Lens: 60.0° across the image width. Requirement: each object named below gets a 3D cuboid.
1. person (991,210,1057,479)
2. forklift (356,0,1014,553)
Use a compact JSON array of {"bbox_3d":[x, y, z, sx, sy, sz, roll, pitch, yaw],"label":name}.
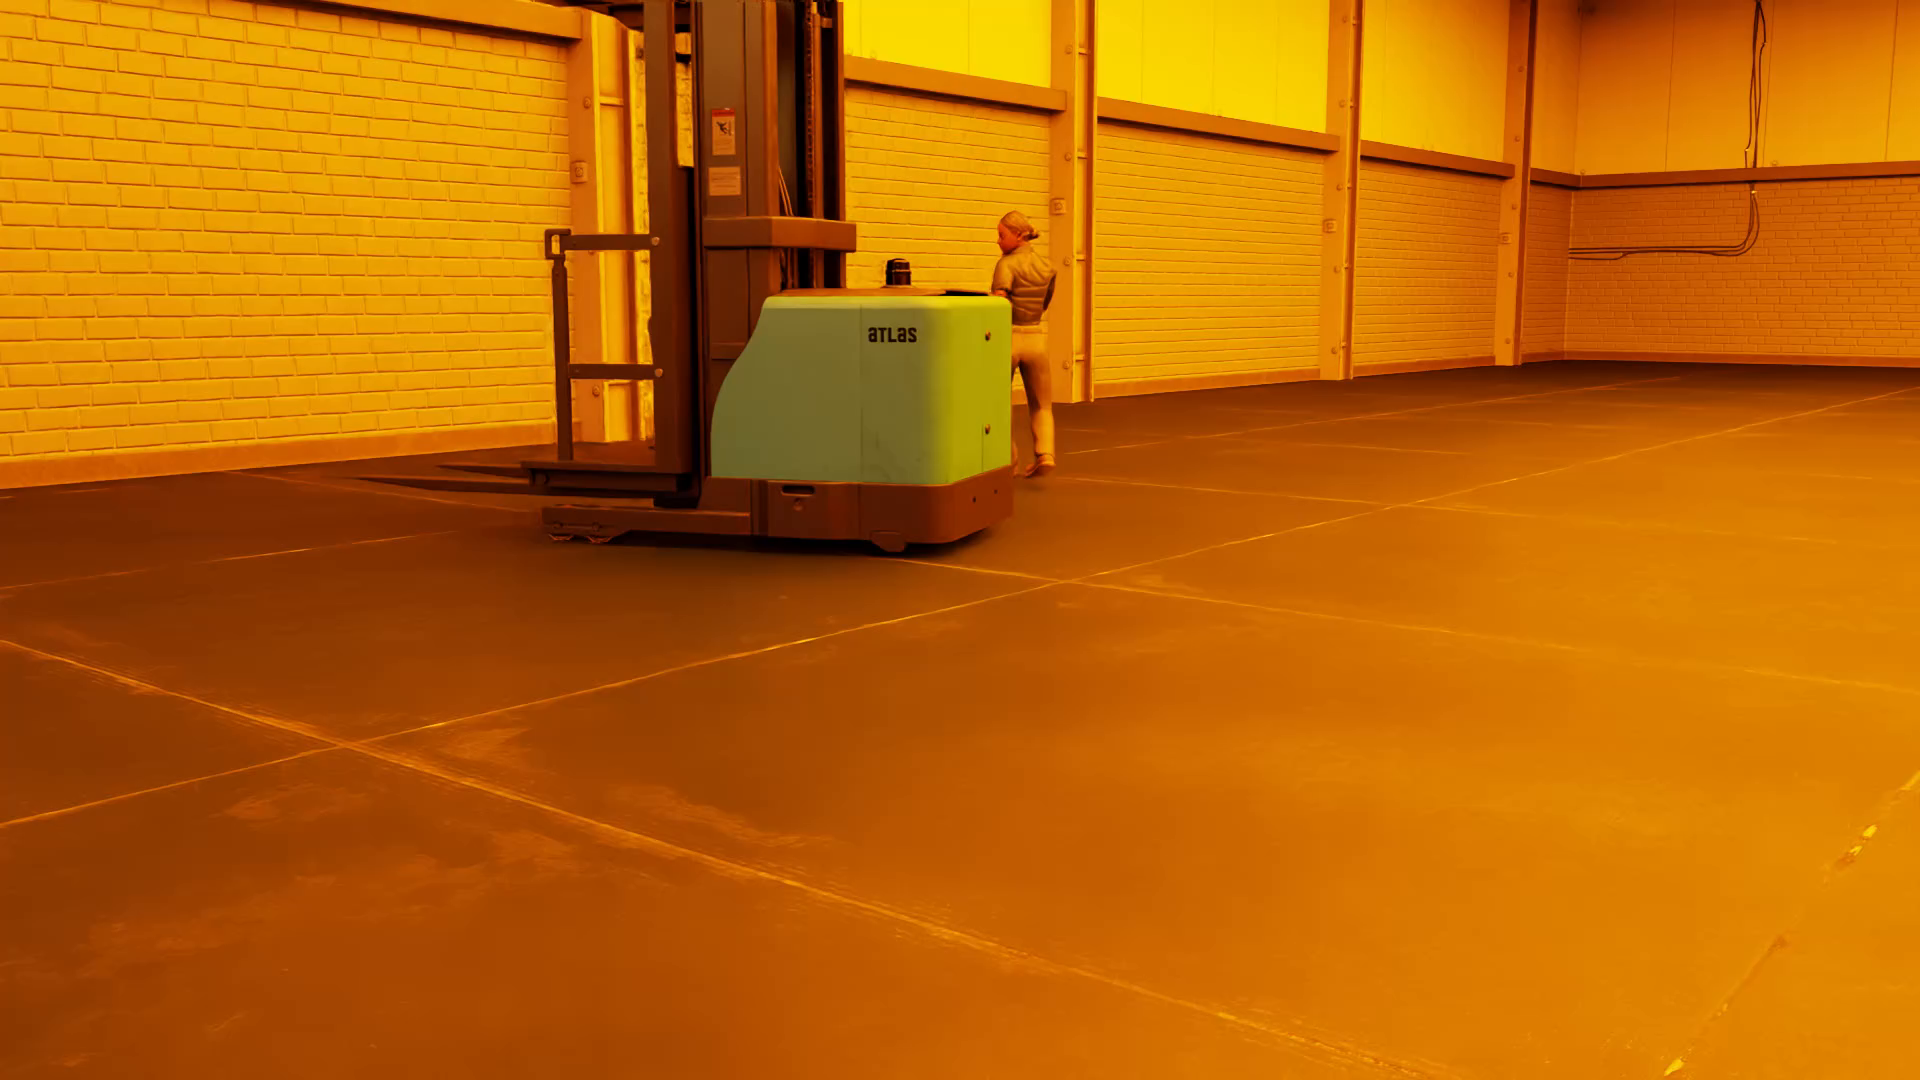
[{"bbox_3d":[0.330,-1.105,9.638,0.493,1.581,0.821,-2,9,-14],"label":"person"},{"bbox_3d":[-1.327,-1.501,7.542,3.031,2.935,1.130,3,9,18],"label":"forklift"}]
